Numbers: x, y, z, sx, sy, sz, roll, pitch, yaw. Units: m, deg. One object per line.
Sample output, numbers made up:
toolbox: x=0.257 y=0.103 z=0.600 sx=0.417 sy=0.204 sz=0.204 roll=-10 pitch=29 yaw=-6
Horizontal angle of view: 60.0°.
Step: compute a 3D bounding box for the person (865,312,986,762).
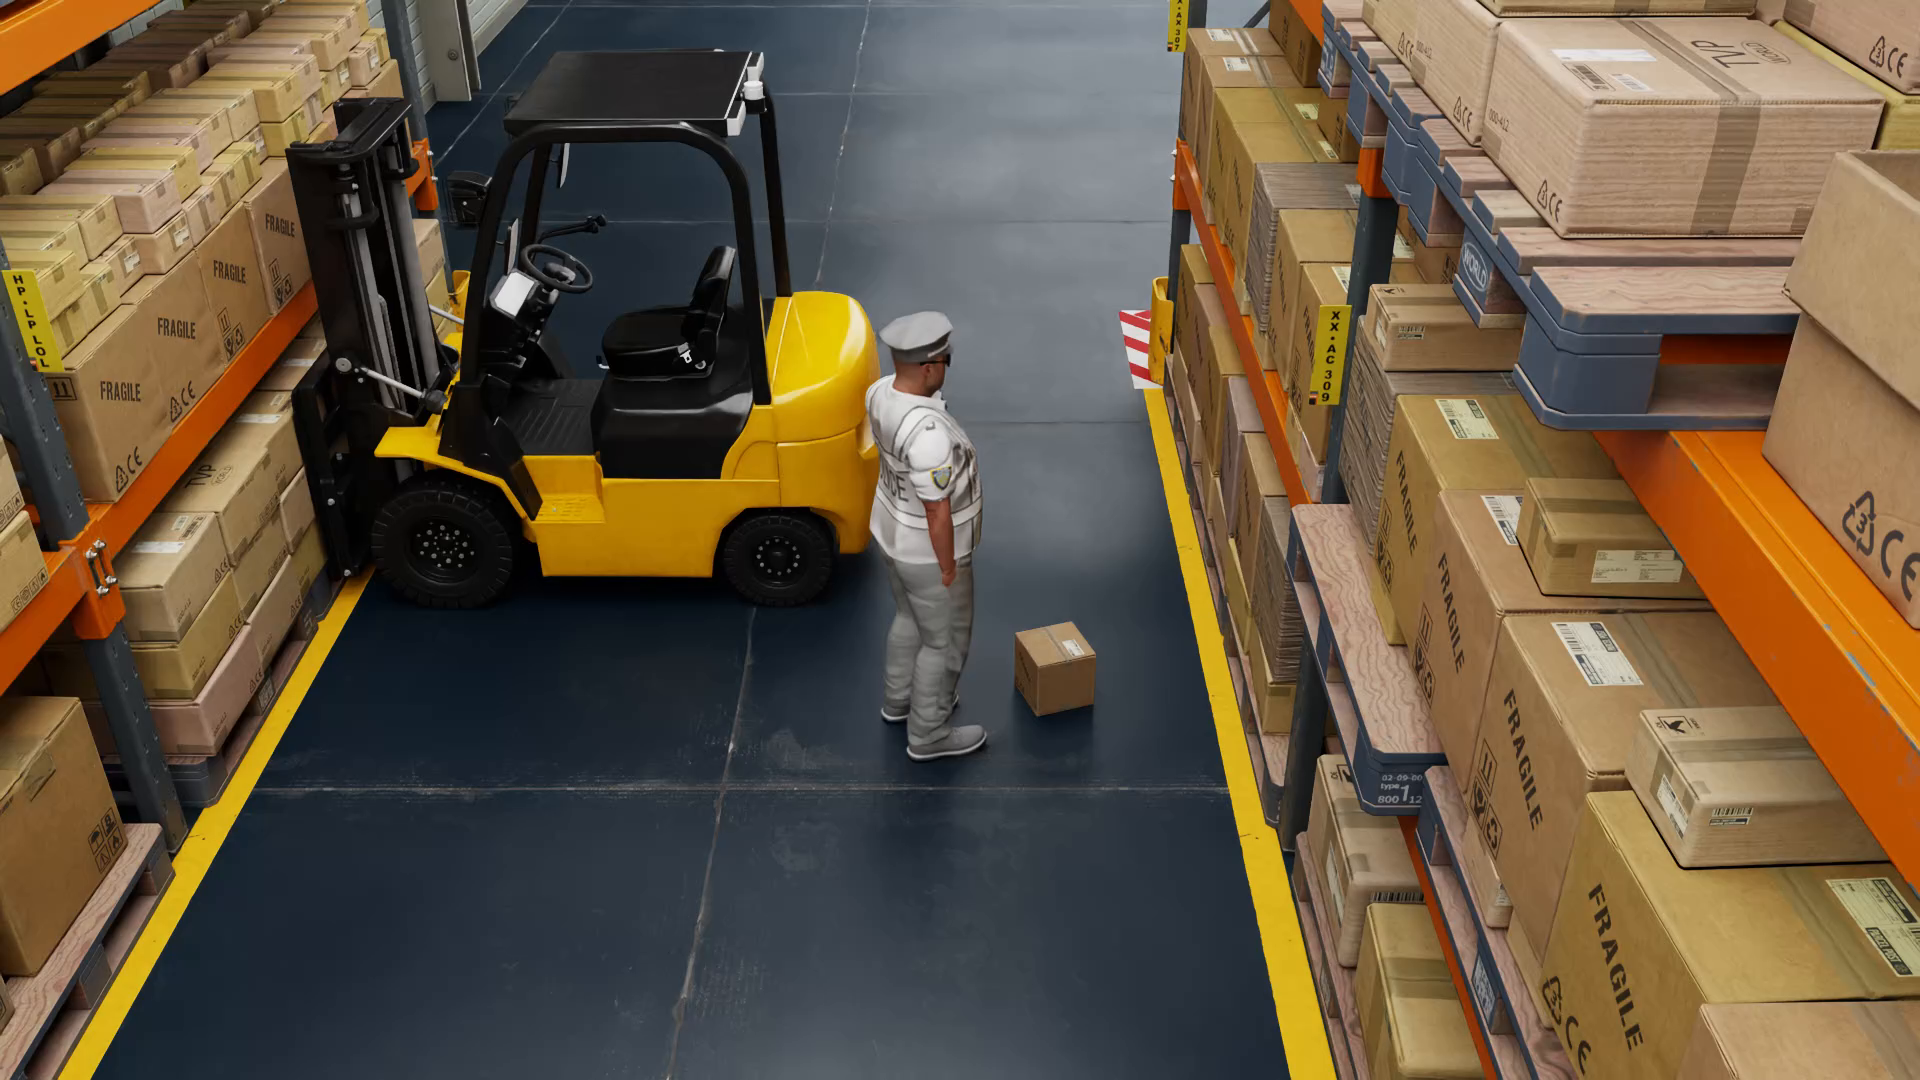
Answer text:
person: x=-0.121 y=-0.007 z=6.146 sx=0.393 sy=1.748 sz=0.528 roll=-13 pitch=34 yaw=-20
